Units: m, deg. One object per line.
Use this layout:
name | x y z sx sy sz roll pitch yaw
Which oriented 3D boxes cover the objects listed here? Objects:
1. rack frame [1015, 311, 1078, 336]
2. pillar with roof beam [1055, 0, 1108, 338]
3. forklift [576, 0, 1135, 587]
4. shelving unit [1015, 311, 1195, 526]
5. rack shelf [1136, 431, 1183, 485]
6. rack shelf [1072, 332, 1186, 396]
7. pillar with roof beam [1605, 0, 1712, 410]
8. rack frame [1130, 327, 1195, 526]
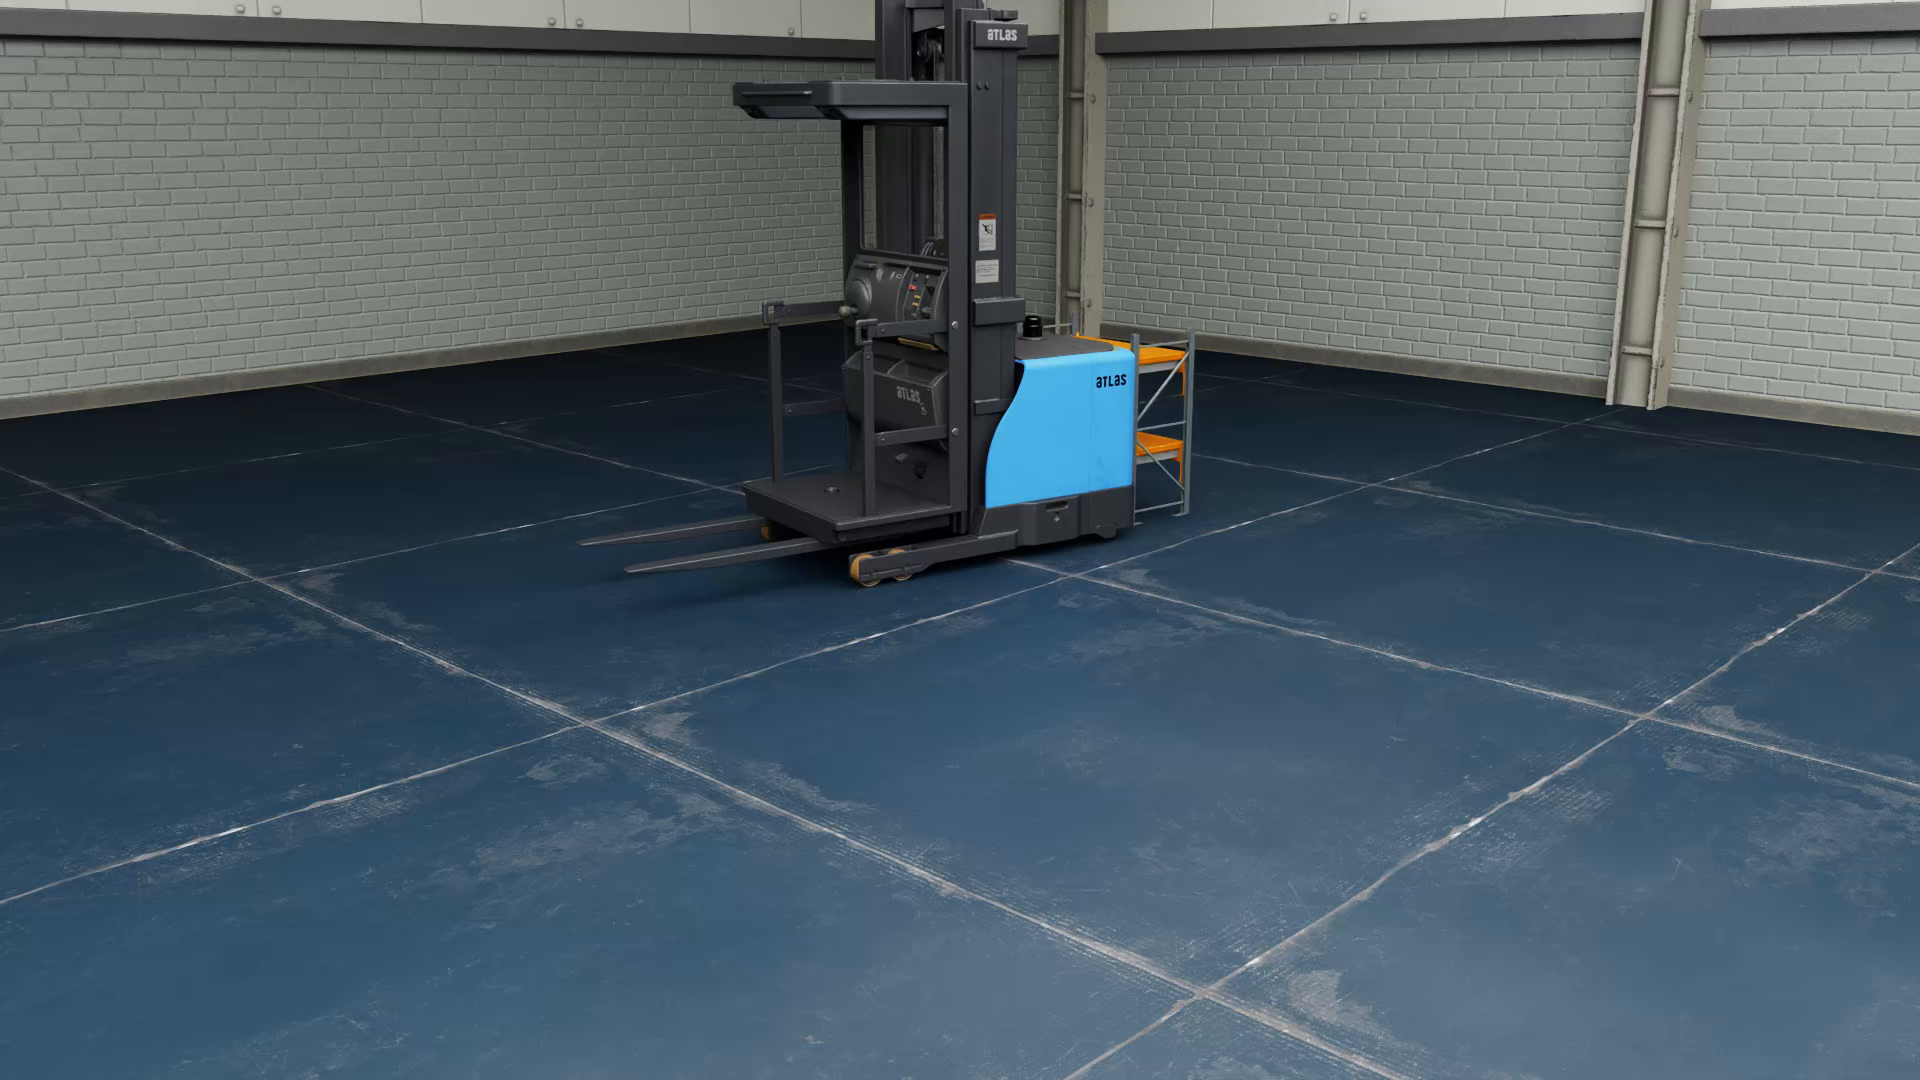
rack frame | 0.540 -0.865 10.520 0.500 1.125 0.032 -11 18 -37
pillar with roof beam | -1.728 -5.739 13.611 0.400 9.000 9.100 14 20 42
forklift | -0.518 -1.331 8.728 3.031 2.935 1.130 -10 17 -33
shelving unit | 0.859 -0.765 10.137 0.538 1.125 1.048 -11 18 -37
rack shelf | 0.858 -0.528 10.198 0.538 0.278 1.000 -11 18 -37
rack shelf | 0.859 -1.048 10.063 0.538 0.278 1.000 -11 18 -37
pillar with roof beam | 2.591 -4.689 9.581 0.400 9.000 9.100 14 20 42
rack frame | 1.177 -0.665 9.753 0.500 1.125 0.032 -11 18 -37
